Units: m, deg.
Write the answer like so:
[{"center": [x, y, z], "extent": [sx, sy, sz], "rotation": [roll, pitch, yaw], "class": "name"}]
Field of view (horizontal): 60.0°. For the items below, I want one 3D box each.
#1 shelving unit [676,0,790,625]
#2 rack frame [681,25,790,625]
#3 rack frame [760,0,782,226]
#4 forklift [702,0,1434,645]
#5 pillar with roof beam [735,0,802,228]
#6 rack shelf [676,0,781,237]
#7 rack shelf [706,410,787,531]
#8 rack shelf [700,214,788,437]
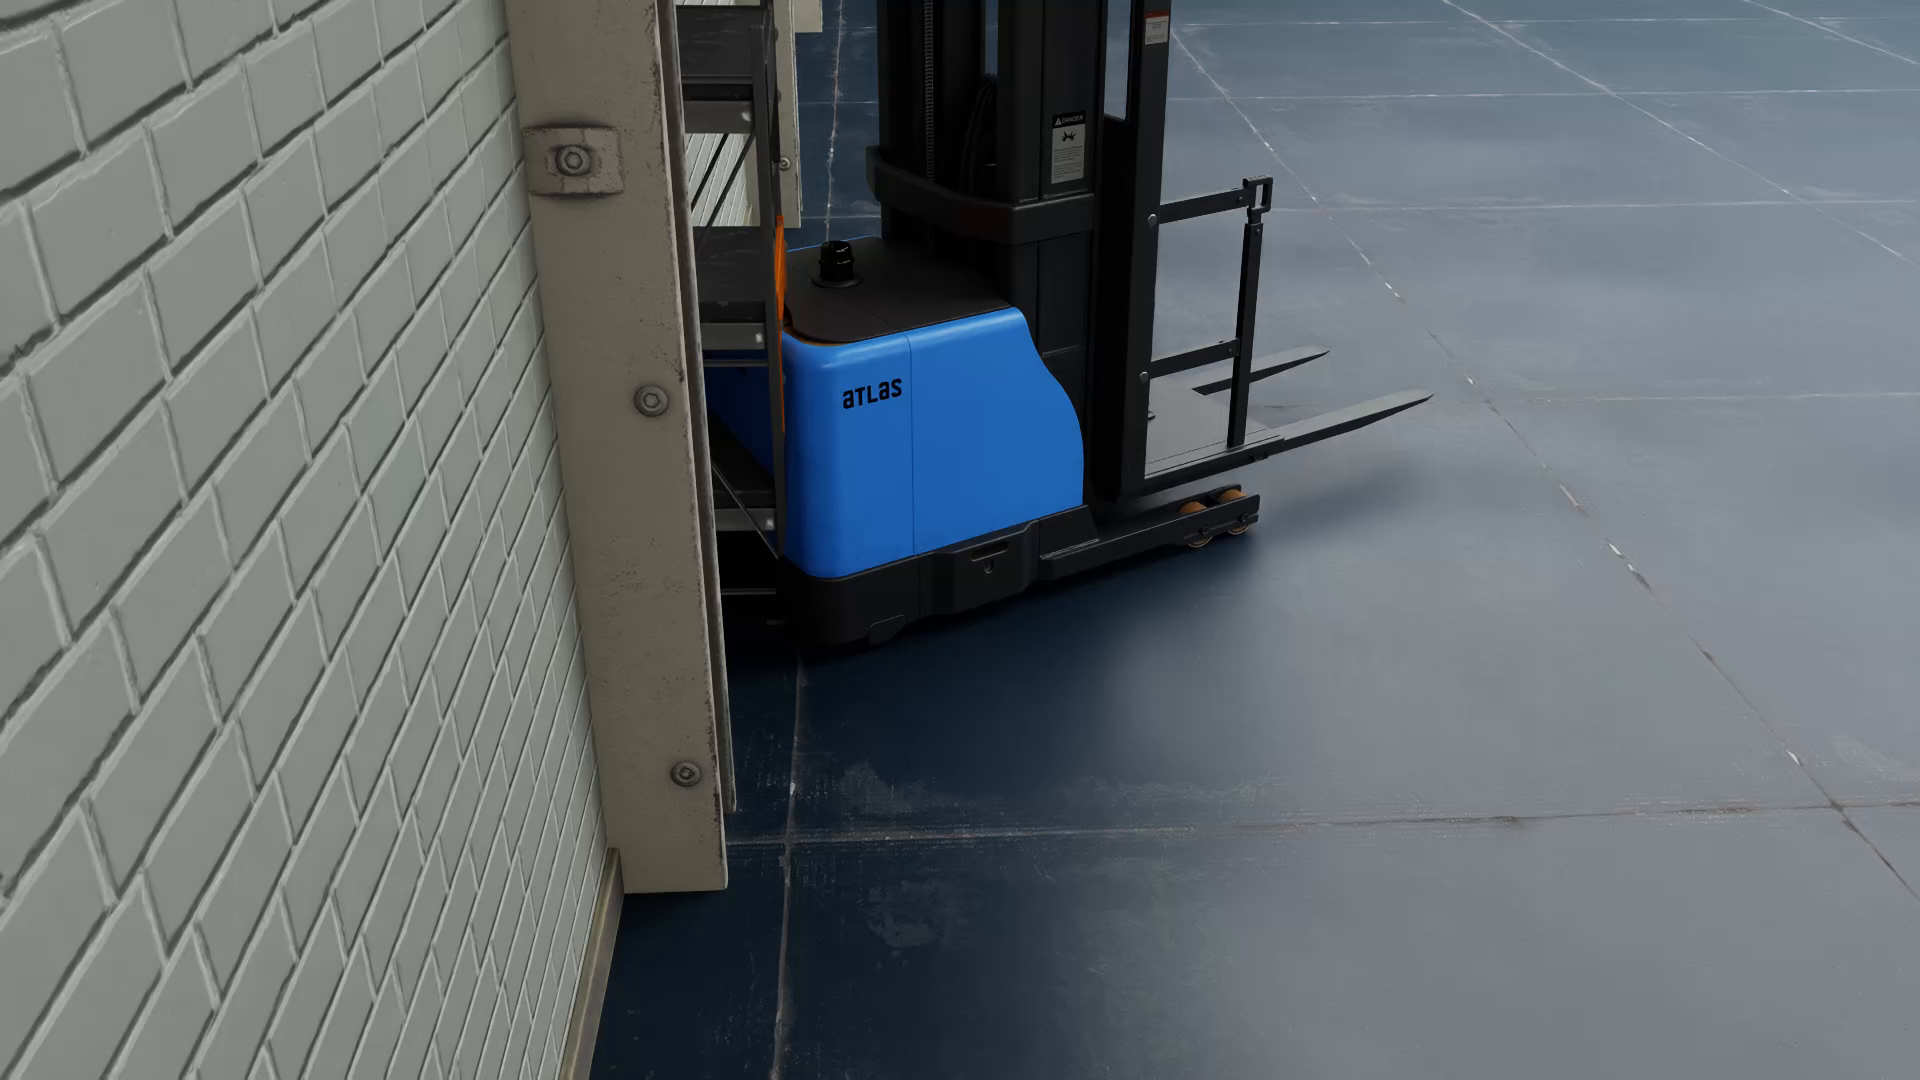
[{"center": [-0.756, -0.682, 5.196], "extent": [0.431, 2.100, 0.503], "rotation": [-1, 39, -3], "class": "shelving unit"}, {"center": [-0.744, -0.528, 5.007], "extent": [0.400, 2.100, 0.015], "rotation": [-1, 39, -3], "class": "rack frame"}, {"center": [-0.768, -0.836, 5.385], "extent": [0.400, 2.100, 0.015], "rotation": [-1, 39, -3], "class": "rack frame"}, {"center": [0.528, -1.459, 5.877], "extent": [3.031, 2.935, 1.130], "rotation": [-17, 32, -29], "class": "forklift"}, {"center": [3.196, -6.016, 8.054], "extent": [9.100, 9.000, 0.400], "rotation": [-1, 28, -3], "class": "pillar with roof beam"}, {"center": [-0.738, -1.215, 4.764], "extent": [0.431, 0.518, 0.480], "rotation": [-1, 39, -3], "class": "rack shelf"}, {"center": [-0.775, -0.129, 5.646], "extent": [0.431, 0.518, 0.480], "rotation": [-1, 39, -3], "class": "rack shelf"}, {"center": [-0.757, -0.672, 5.205], "extent": [0.431, 0.518, 0.480], "rotation": [-1, 39, -3], "class": "rack shelf"}]
